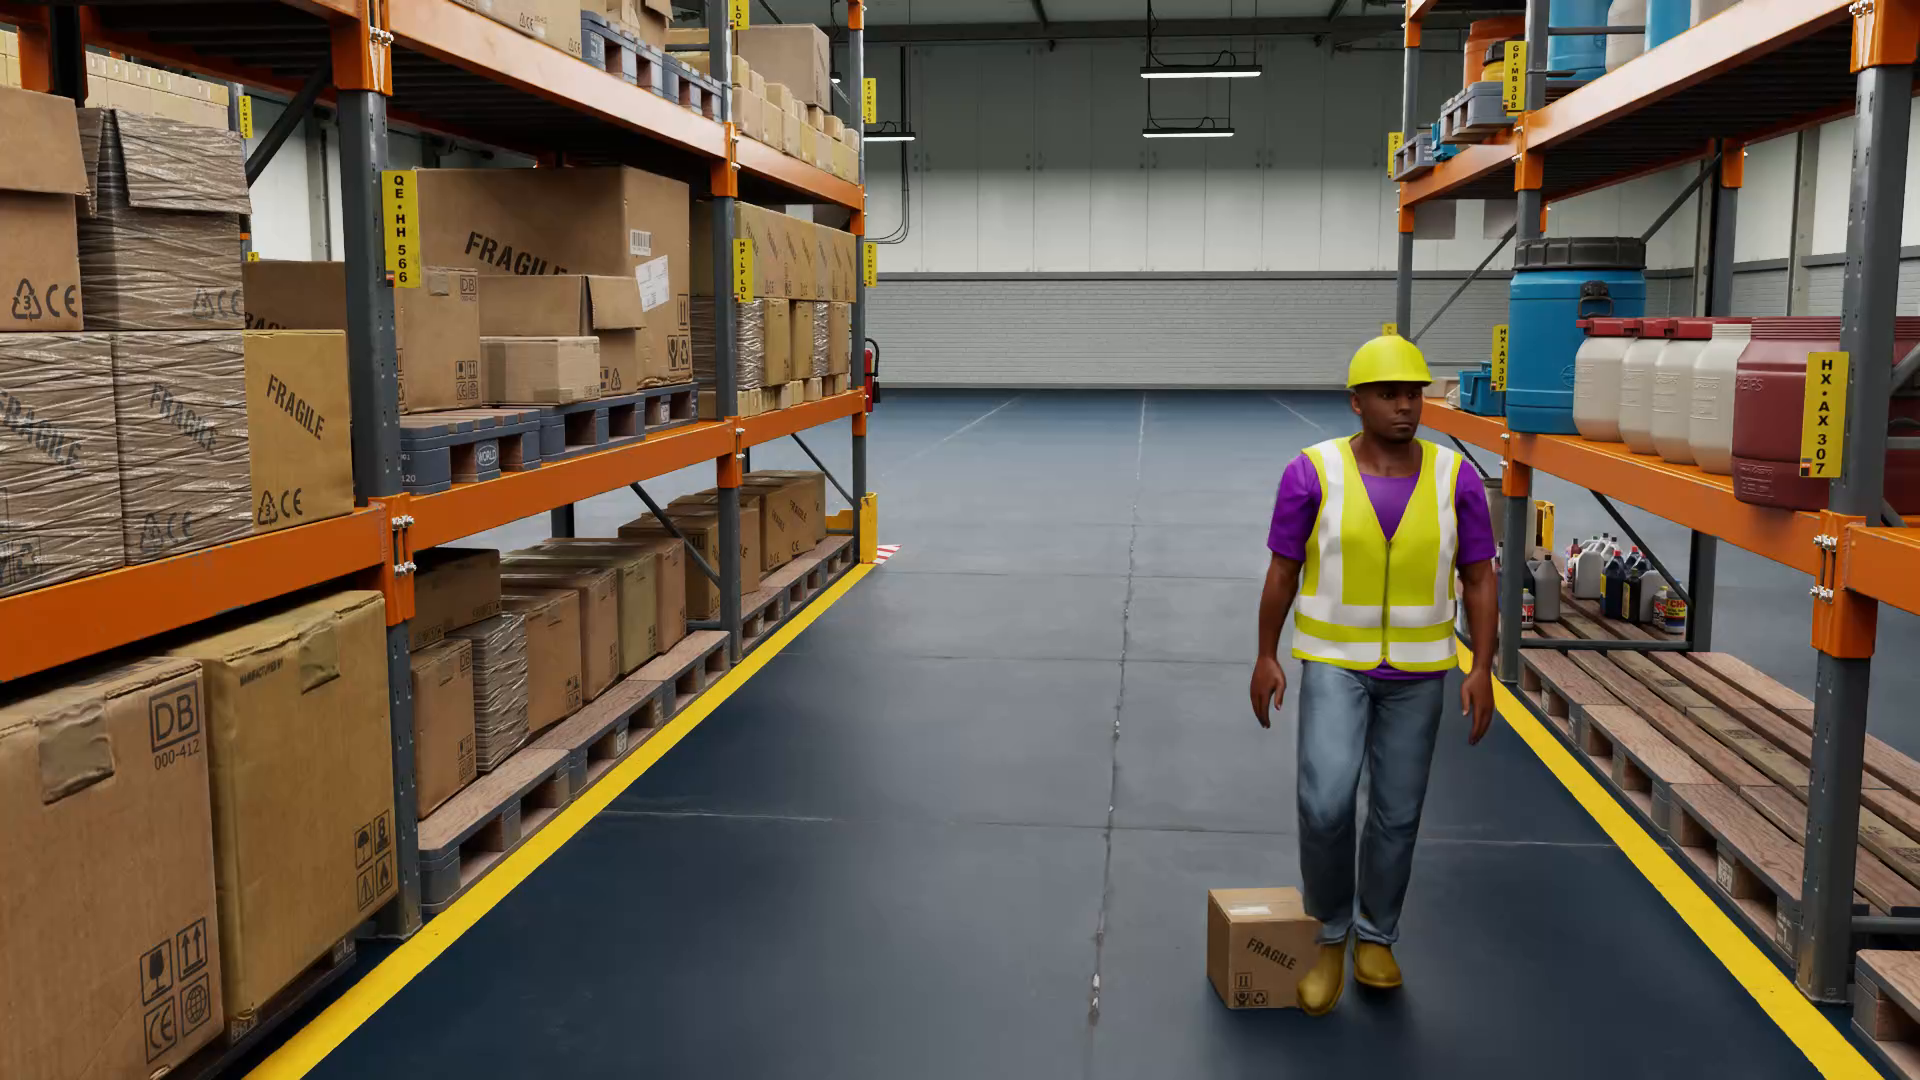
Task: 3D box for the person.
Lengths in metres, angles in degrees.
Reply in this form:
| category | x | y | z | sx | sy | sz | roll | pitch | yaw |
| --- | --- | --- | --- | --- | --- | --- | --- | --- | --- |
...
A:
| category | x | y | z | sx | sy | sz | roll | pitch | yaw |
| --- | --- | --- | --- | --- | --- | --- | --- | --- | --- |
| person | 1.097 | 0.361 | 4.391 | 0.621 | 1.788 | 0.522 | 0 | 8 | 2 |
